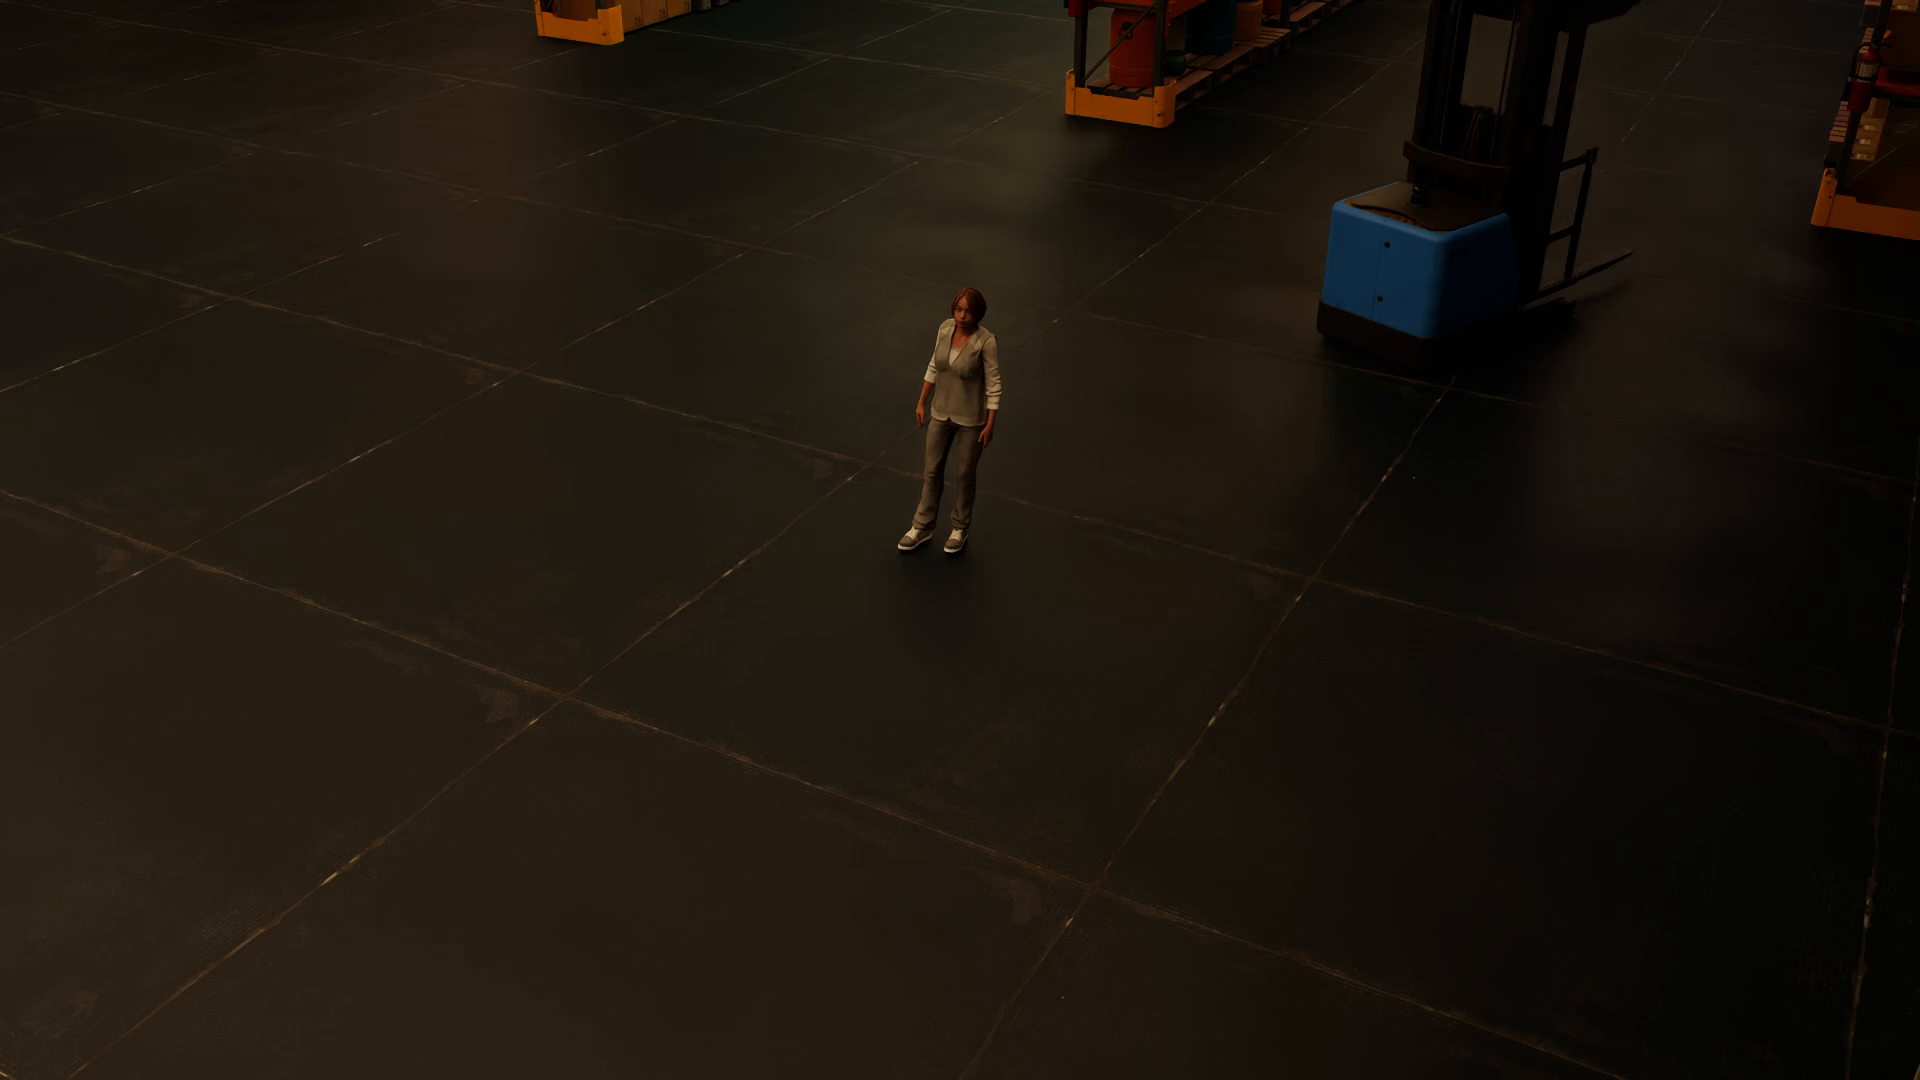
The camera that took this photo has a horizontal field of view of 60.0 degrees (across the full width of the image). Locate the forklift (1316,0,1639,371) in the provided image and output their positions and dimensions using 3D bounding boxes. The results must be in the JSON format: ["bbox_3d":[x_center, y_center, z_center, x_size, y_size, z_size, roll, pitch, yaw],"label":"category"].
[{"bbox_3d":[4.159,-3.093,12.430,3.031,2.935,1.130,-23,37,-34],"label":"forklift"}]

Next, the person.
[{"bbox_3d":[-0.048,-0.669,9.550,0.520,1.597,0.475,15,33,25],"label":"person"}]
